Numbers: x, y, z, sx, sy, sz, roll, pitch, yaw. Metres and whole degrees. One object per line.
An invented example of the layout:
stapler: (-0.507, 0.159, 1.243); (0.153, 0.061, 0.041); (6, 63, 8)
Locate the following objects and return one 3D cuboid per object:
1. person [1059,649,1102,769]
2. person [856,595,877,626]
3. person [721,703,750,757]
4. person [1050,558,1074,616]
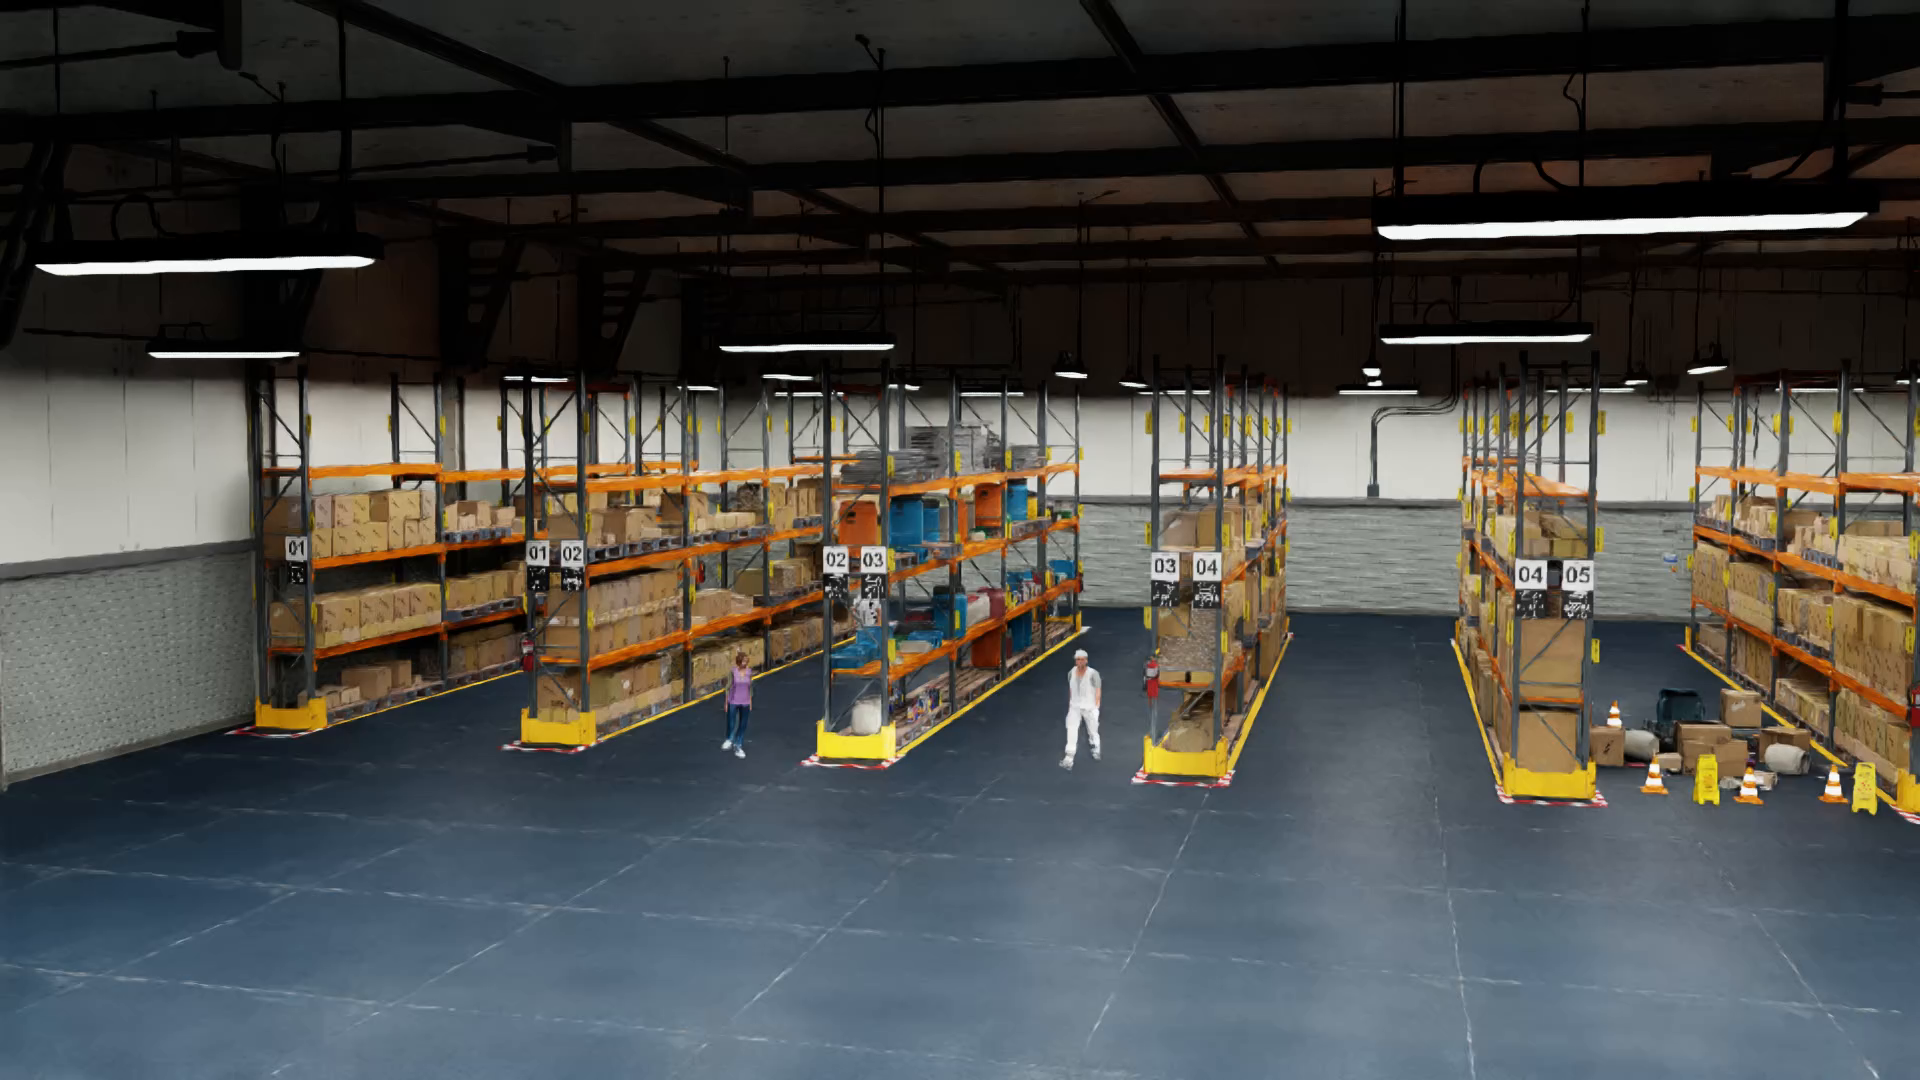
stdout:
person: (1.826, 2.458, 24.352); (0.547, 1.744, 1.063); (2, 4, 23)
person: (-1.995, 1.862, 34.907); (0.518, 1.479, 0.493); (1, 4, 12)
person: (-3.416, 2.794, 25.245); (0.407, 0.948, 0.463); (-2, 4, -24)
person: (2.719, 1.231, 43.458); (0.461, 1.531, 0.867); (3, 5, 36)
